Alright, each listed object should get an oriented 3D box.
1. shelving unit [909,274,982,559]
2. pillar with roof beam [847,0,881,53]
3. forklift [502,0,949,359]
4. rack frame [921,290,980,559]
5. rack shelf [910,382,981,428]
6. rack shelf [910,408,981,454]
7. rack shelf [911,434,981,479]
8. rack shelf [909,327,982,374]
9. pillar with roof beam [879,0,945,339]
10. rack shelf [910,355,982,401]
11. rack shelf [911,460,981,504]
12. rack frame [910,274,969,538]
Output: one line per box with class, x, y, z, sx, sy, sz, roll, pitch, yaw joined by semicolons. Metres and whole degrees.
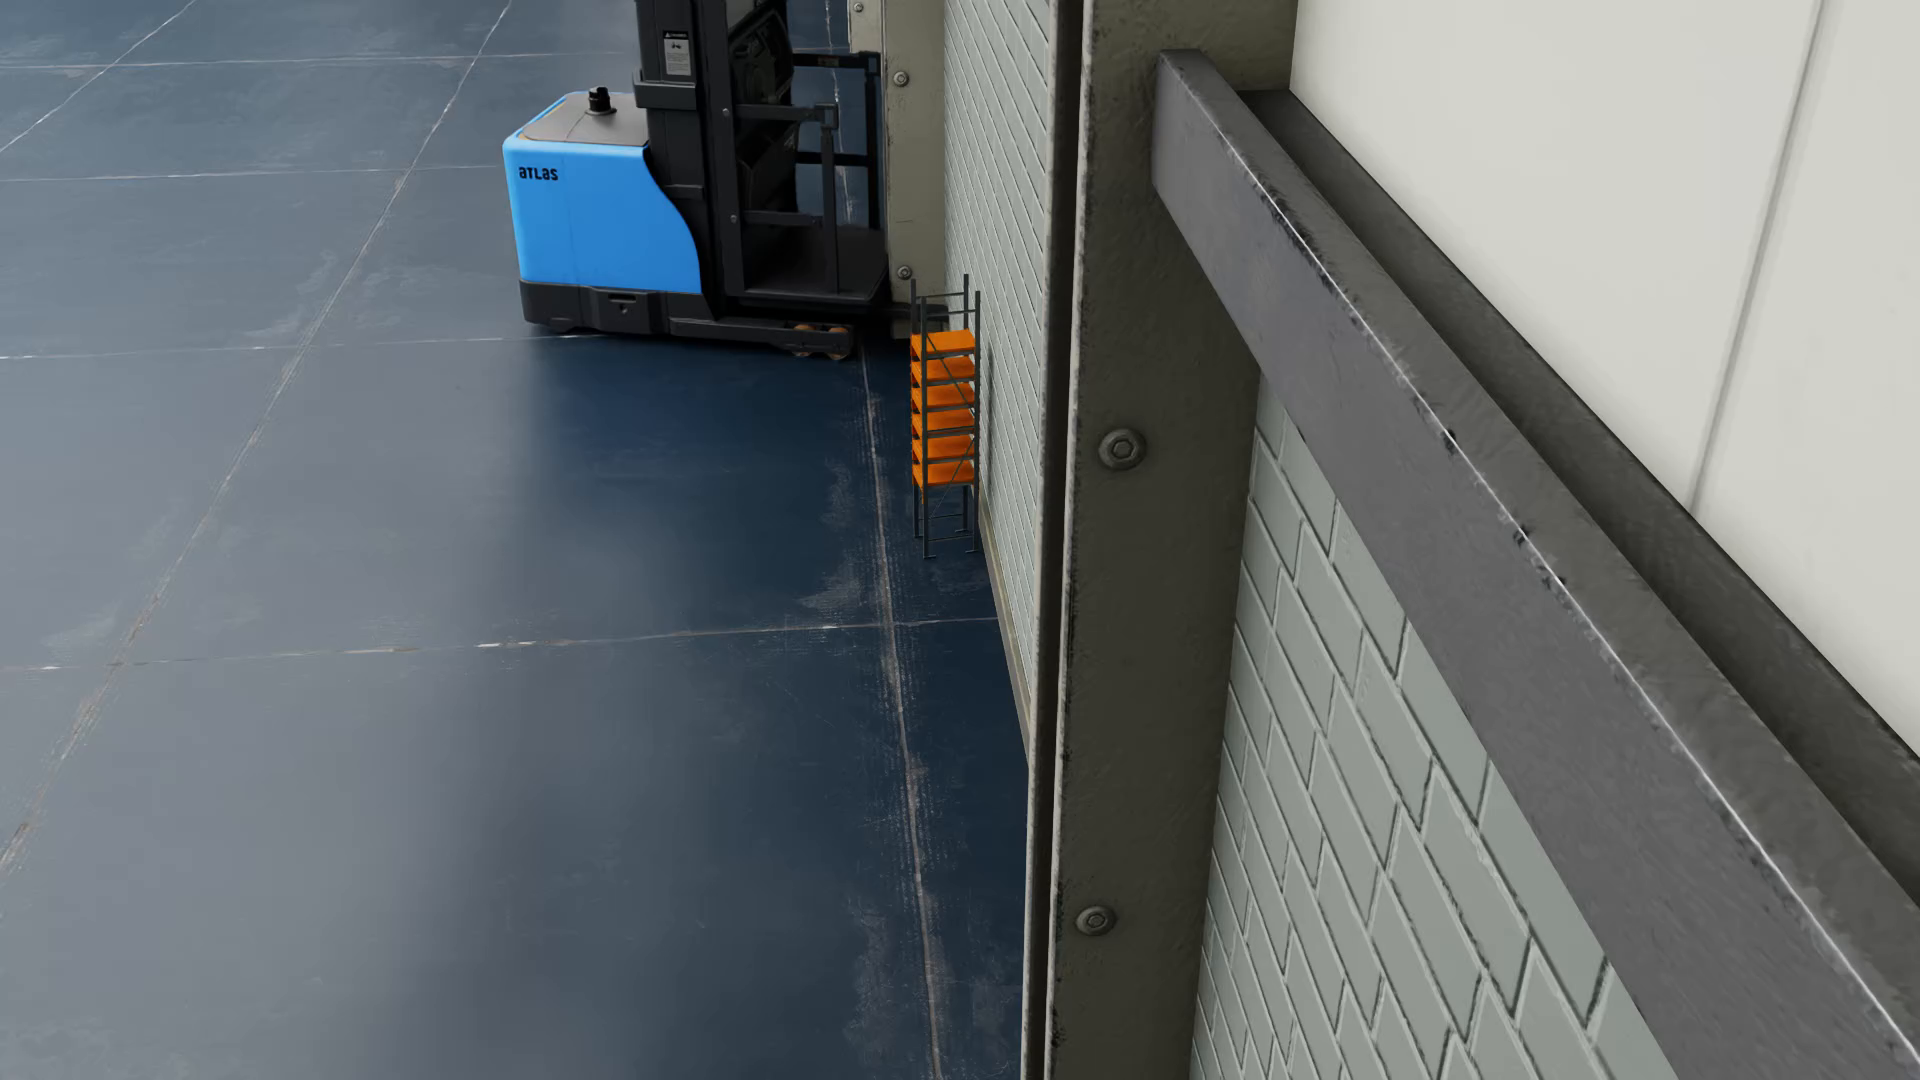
shelving unit;-0.060;-0.498;6.912;0.258;1.200;0.189;-7;32;-12
pillar with roof beam;-5.089;-7.930;11.750;9.100;9.000;0.400;-3;31;-5
forklift;-0.838;-2.517;8.606;3.031;2.935;1.130;5;31;9
rack frame;-0.037;-0.453;6.836;0.240;1.200;0.006;-7;32;-12
rack shelf;-0.060;-0.563;6.874;0.258;0.103;0.180;-7;32;-12
rack shelf;-0.060;-0.460;6.935;0.258;0.103;0.180;-7;32;-12
rack shelf;-0.061;-0.356;6.996;0.258;0.103;0.180;-7;32;-12
rack shelf;-0.060;-0.769;6.751;0.258;0.103;0.180;-7;32;-12
pillar with roof beam;-4.529;-4.866;6.622;9.100;9.000;0.400;-3;31;-5
rack shelf;-0.060;-0.666;6.812;0.258;0.103;0.180;-7;32;-12
rack shelf;-0.061;-0.253;7.057;0.258;0.103;0.180;-7;32;-12
rack frame;-0.083;-0.543;6.988;0.240;1.200;0.006;-7;32;-12
